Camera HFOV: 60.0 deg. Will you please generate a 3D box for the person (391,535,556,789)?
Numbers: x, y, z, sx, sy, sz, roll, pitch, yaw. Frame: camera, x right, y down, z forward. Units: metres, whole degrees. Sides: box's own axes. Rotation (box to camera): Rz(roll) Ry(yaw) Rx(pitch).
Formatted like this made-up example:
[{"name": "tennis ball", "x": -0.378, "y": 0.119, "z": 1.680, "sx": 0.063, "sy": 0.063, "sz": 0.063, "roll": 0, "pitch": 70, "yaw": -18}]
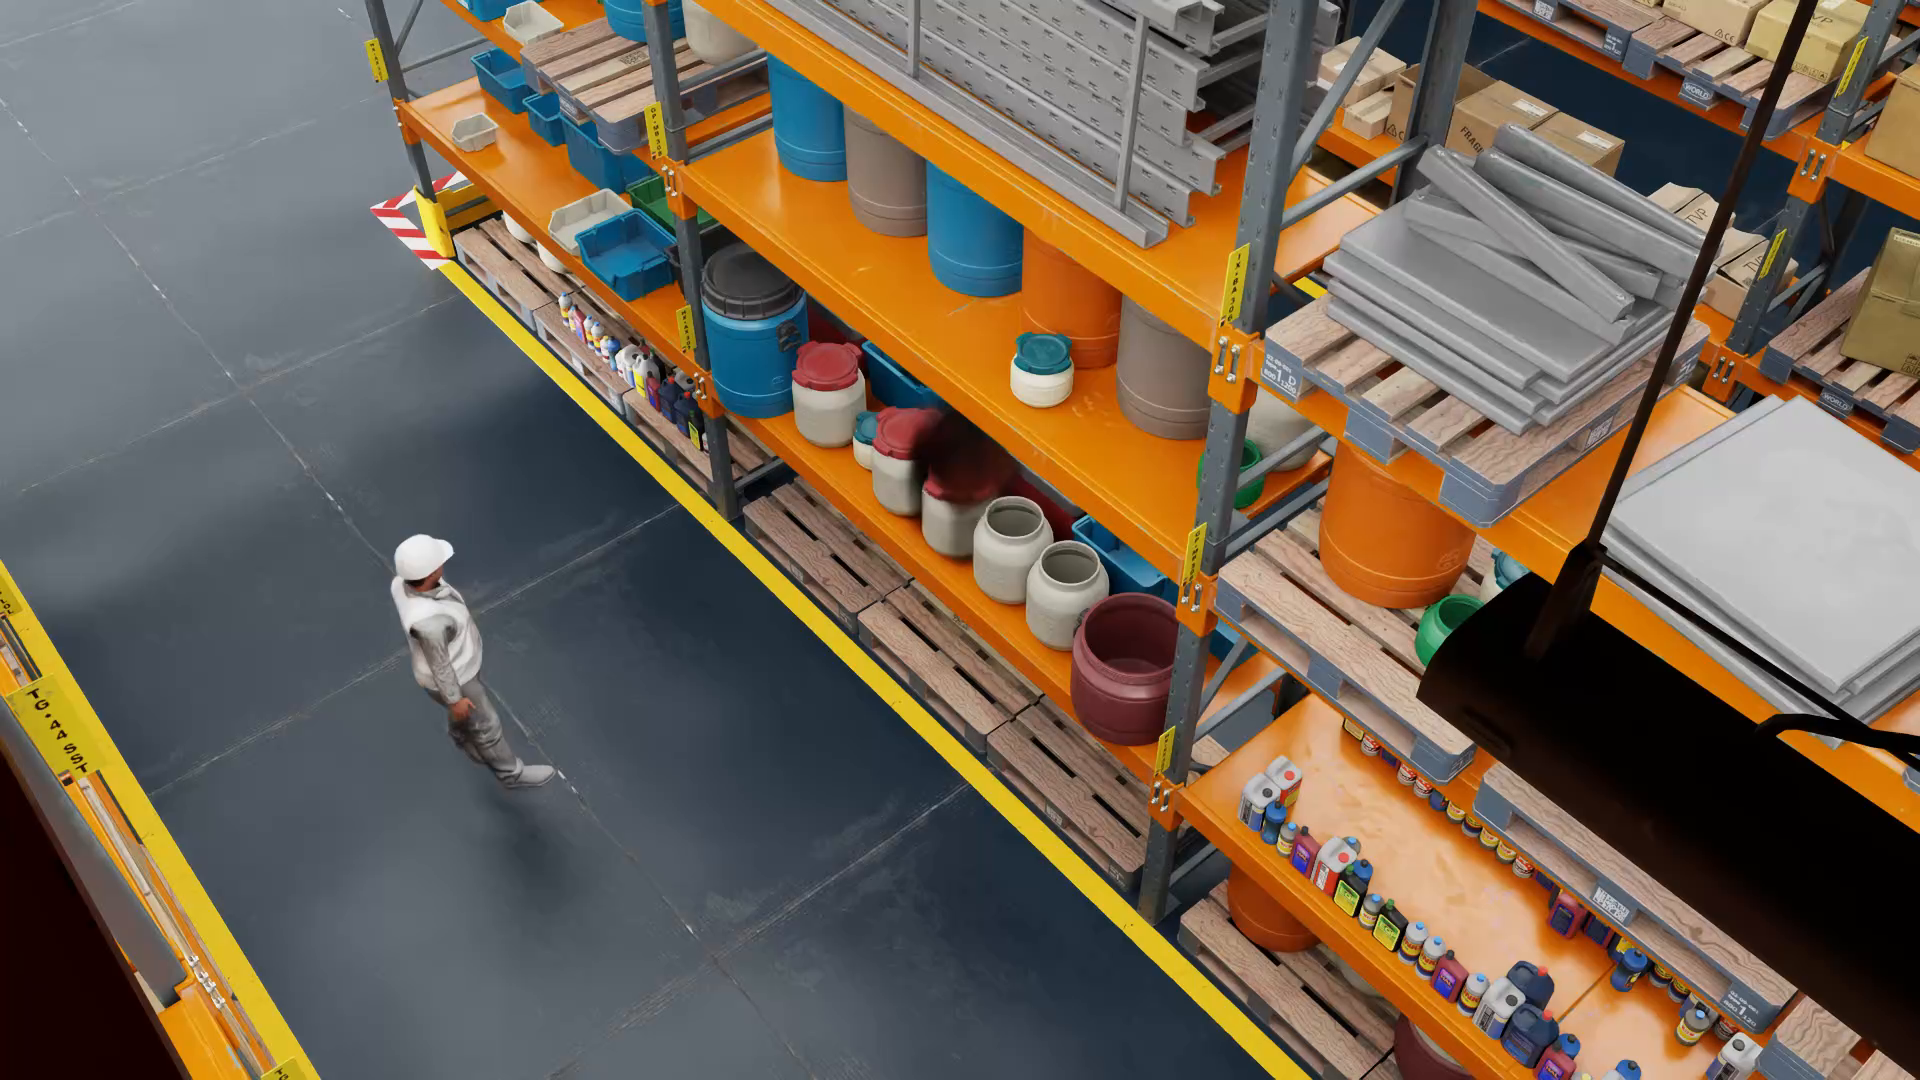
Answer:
[{"name": "person", "x": -2.576, "y": 0.660, "z": 8.742, "sx": 0.605, "sy": 1.769, "sz": 0.557, "roll": -6, "pitch": 47, "yaw": -5}]
